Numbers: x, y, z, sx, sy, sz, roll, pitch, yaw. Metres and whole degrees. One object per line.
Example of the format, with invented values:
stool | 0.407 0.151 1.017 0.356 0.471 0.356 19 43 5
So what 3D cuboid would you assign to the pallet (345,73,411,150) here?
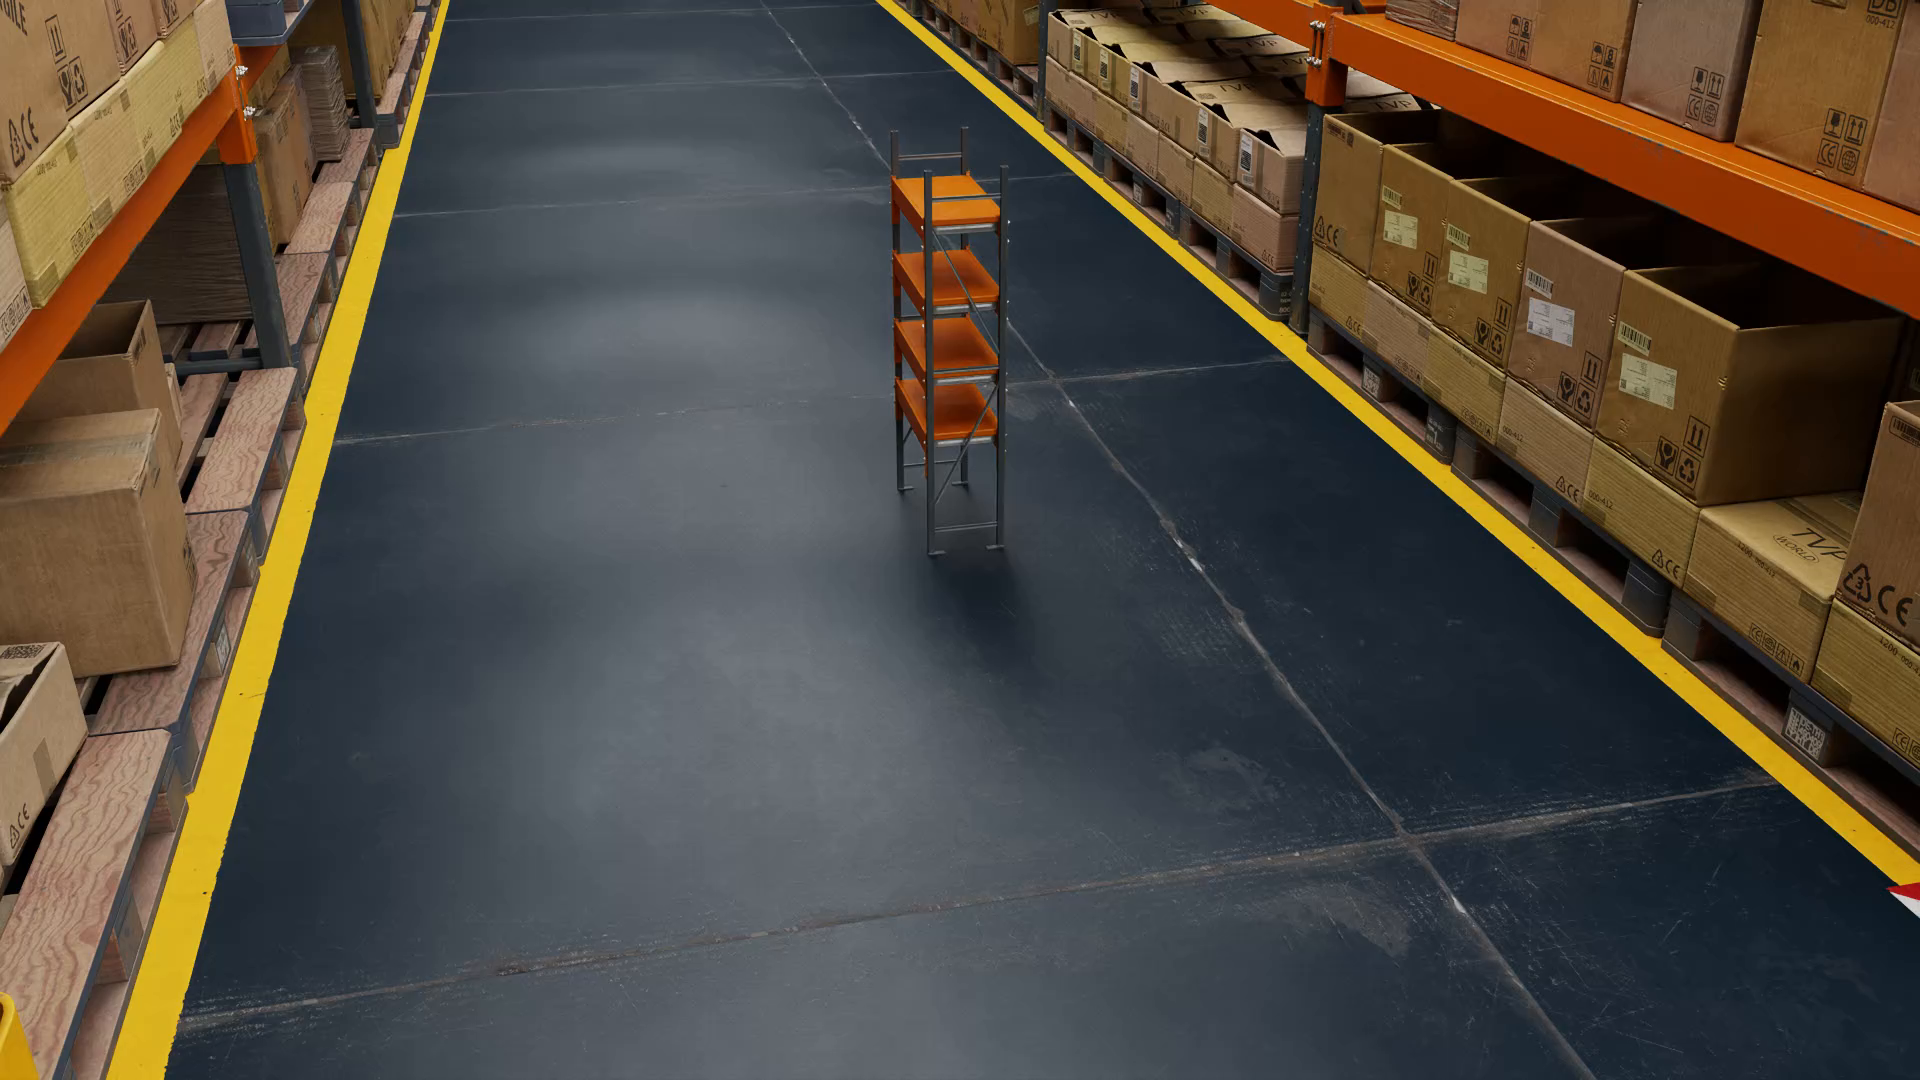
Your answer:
pallet | -3.945 -2.622 10.210 1.003 0.211 1.213 -6 27 -12

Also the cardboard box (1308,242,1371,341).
cardboard box | 1.696 -0.987 6.462 0.500 0.250 0.500 -6 27 -12

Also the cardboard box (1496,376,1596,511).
cardboard box | 2.030 -0.328 5.156 0.500 0.250 0.500 -6 27 -12

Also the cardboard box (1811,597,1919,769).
cardboard box | 2.379 0.329 3.854 0.500 0.250 0.500 -6 27 -12

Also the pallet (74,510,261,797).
pallet | -2.475 0.316 4.390 1.003 0.211 1.213 -6 27 -12

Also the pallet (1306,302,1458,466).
pallet | 2.025 -0.663 6.330 1.003 0.211 1.213 -6 27 -12

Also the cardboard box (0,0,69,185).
cardboard box | -2.064 -0.963 3.141 0.500 0.500 0.500 -7 28 -13

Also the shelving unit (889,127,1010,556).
shelving unit | -0.037 -0.608 5.124 0.258 1.200 0.503 -6 27 -12

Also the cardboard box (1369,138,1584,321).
cardboard box | 1.806 -1.102 5.858 0.500 0.500 0.500 -6 27 -12

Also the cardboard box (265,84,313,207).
cardboard box | -3.485 -1.829 7.831 0.700 0.500 0.500 -6 27 -12

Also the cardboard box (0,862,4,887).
cardboard box | -2.106 0.690 3.049 0.500 0.311 0.500 -9 28 -17

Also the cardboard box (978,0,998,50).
cardboard box | 0.429 -3.712 11.561 0.500 0.500 0.500 -7 28 -13

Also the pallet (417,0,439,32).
pallet | -4.837 -4.366 13.665 1.003 0.211 1.213 -6 27 -12

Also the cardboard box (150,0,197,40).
cardboard box | -2.413 -1.639 4.480 0.500 0.500 0.500 -6 27 -12

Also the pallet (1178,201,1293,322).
pallet | 1.683 -1.336 7.663 1.003 0.211 1.213 -6 27 -12

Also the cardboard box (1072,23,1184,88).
cardboard box | 0.944 -2.738 9.309 0.500 0.311 0.500 -7 28 -13

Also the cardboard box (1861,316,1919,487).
cardboard box | 2.644 -0.496 4.656 0.500 0.500 0.500 -6 27 -12

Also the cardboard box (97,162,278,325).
cardboard box | -3.121 -1.159 6.502 0.700 0.500 0.500 -5 27 -10

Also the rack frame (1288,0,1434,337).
rack frame | 1.887 -2.261 6.401 1.000 3.000 0.127 -6 27 -12

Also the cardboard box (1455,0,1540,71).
cardboard box | 2.118 -1.881 5.537 0.700 0.500 0.500 -6 27 -12

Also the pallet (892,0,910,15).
pallet | -0.070 -4.830 14.585 1.003 0.211 1.213 -6 27 -12

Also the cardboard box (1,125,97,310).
cardboard box | -2.078 -0.640 3.333 0.500 0.250 0.500 -6 27 -12

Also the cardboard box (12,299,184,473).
cardboard box | -2.666 -0.386 4.971 0.500 0.500 0.500 -8 28 -15

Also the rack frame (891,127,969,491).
rack frame | -0.092 -0.715 5.336 0.240 1.200 0.015 -6 27 -12

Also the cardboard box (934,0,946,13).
cardboard box | 0.086 -4.384 12.892 0.500 0.500 0.500 -6 27 -11

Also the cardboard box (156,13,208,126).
cardboard box | -2.433 -1.302 4.645 0.500 0.250 0.500 -6 27 -11

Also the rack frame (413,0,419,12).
rack frame | -4.742 -5.269 12.360 1.000 3.000 0.127 -6 27 -12

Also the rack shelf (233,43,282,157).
rack shelf | -3.390 -2.314 7.303 1.077 0.370 4.000 -6 27 -12

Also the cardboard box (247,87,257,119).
cardboard box | -3.344 -1.914 7.168 0.500 0.250 0.500 -7 28 -13

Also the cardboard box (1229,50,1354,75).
cardboard box | 1.688 -2.353 8.546 0.500 0.311 0.500 -5 27 -10

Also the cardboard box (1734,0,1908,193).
cardboard box | 2.466 -1.205 4.197 0.700 0.500 0.500 -6 27 -11

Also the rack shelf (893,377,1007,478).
rack shelf | -0.037 -0.371 5.243 0.258 0.148 0.480 -6 27 -12

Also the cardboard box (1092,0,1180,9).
cardboard box | 1.161 -3.327 10.798 0.500 0.500 0.500 -5 27 -9

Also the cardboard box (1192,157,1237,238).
cardboard box | 1.398 -1.596 7.669 0.500 0.250 0.500 -6 27 -12

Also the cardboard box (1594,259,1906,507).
cardboard box | 2.138 -0.443 4.552 0.500 0.500 0.500 -6 27 -12

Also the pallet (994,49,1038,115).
pallet | 0.854 -3.104 11.166 1.003 0.211 1.213 -6 27 -12

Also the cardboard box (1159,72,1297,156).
cardboard box | 1.283 -2.067 7.980 0.500 0.311 0.500 -6 27 -12

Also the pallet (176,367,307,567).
pallet | -2.753 -0.221 5.453 1.003 0.211 1.213 -6 27 -12

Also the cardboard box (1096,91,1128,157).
cardboard box | 1.054 -2.269 9.003 0.500 0.250 0.500 -7 28 -13

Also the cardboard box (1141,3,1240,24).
cardboard box | 1.343 -3.023 9.873 0.500 0.311 0.500 -5 27 -10

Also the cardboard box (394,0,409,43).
cardboard box | -4.265 -3.834 11.438 0.750 0.750 0.750 -5 27 -10
